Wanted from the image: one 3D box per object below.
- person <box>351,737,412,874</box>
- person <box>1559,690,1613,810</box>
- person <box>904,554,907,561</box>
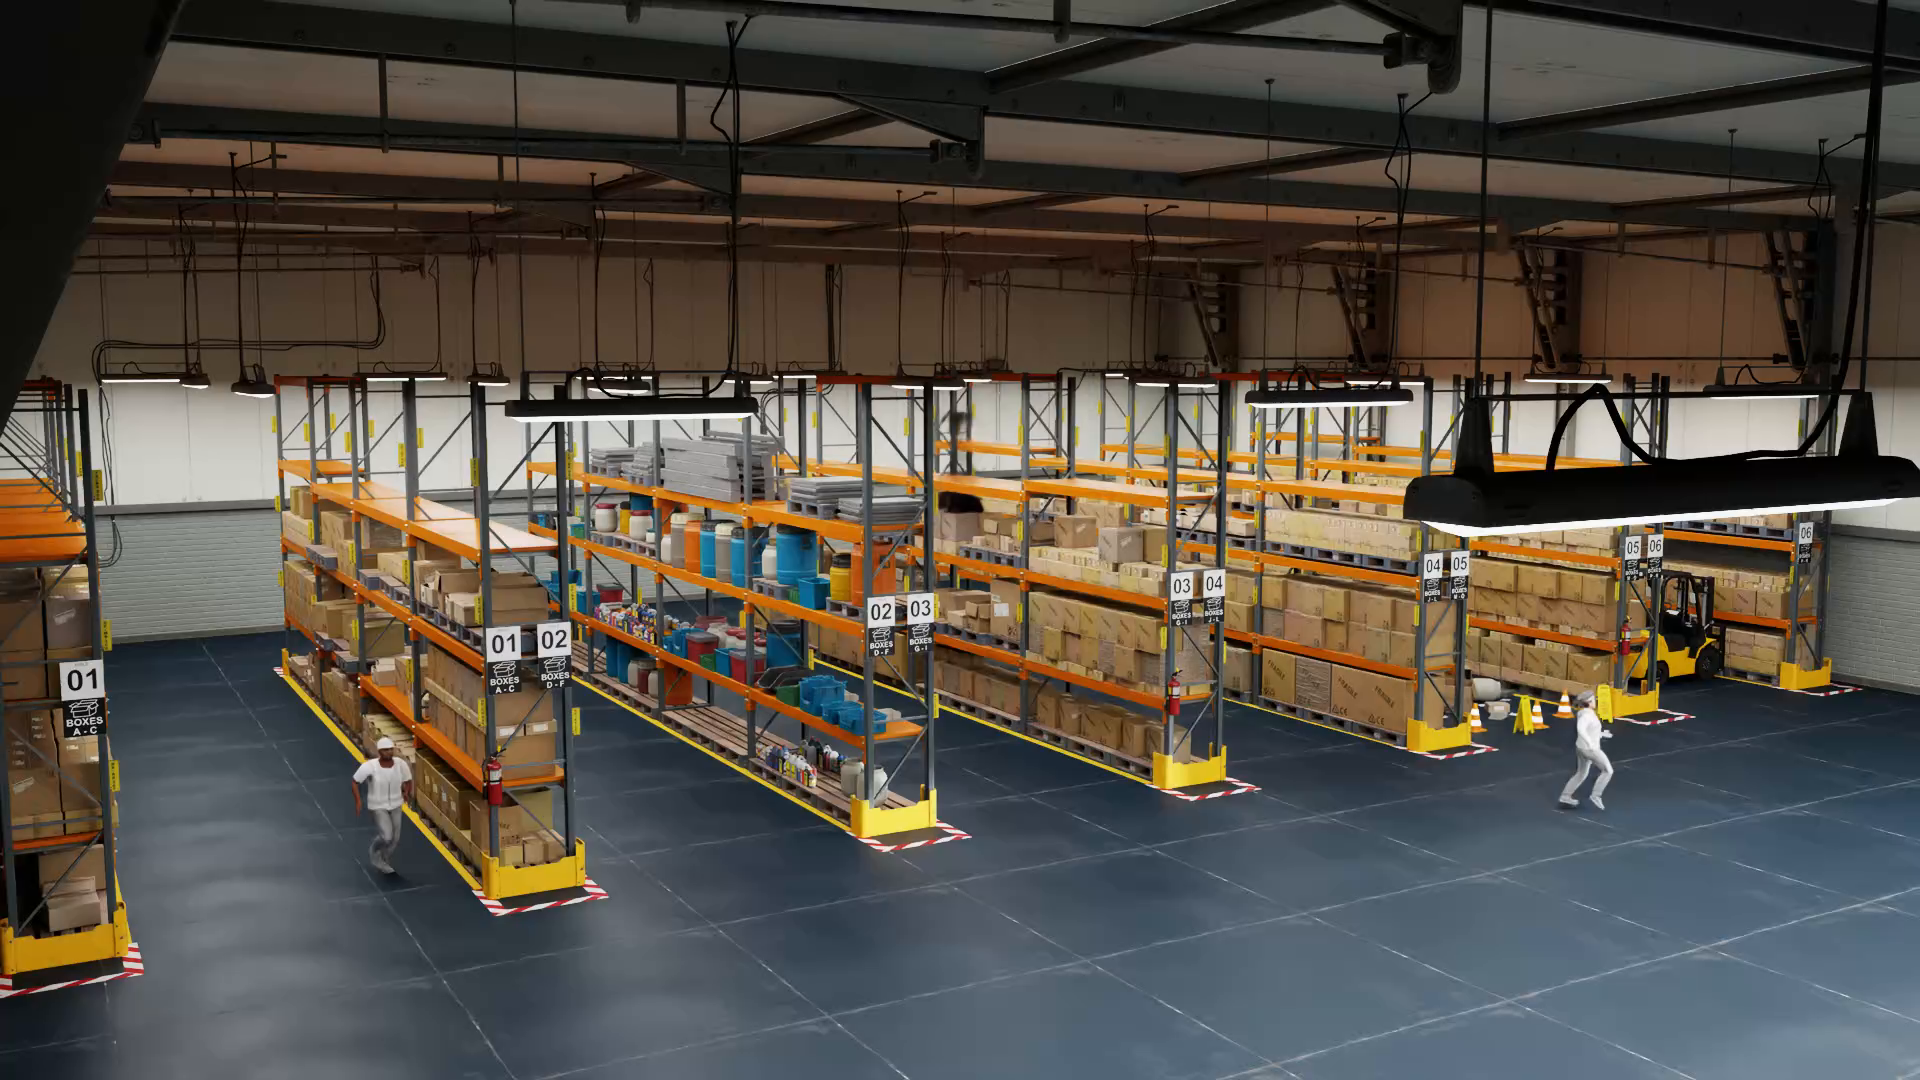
[{"bbox_3d":[-6.991,3.257,20.276,0.691,1.713,0.651,-5,8,-41],"label":"person"},{"bbox_3d":[8.828,2.962,23.359,0.704,1.717,0.617,0,6,0],"label":"person"},{"bbox_3d":[-1.258,1.177,39.151,0.696,1.713,0.678,-3,7,-22],"label":"person"}]
